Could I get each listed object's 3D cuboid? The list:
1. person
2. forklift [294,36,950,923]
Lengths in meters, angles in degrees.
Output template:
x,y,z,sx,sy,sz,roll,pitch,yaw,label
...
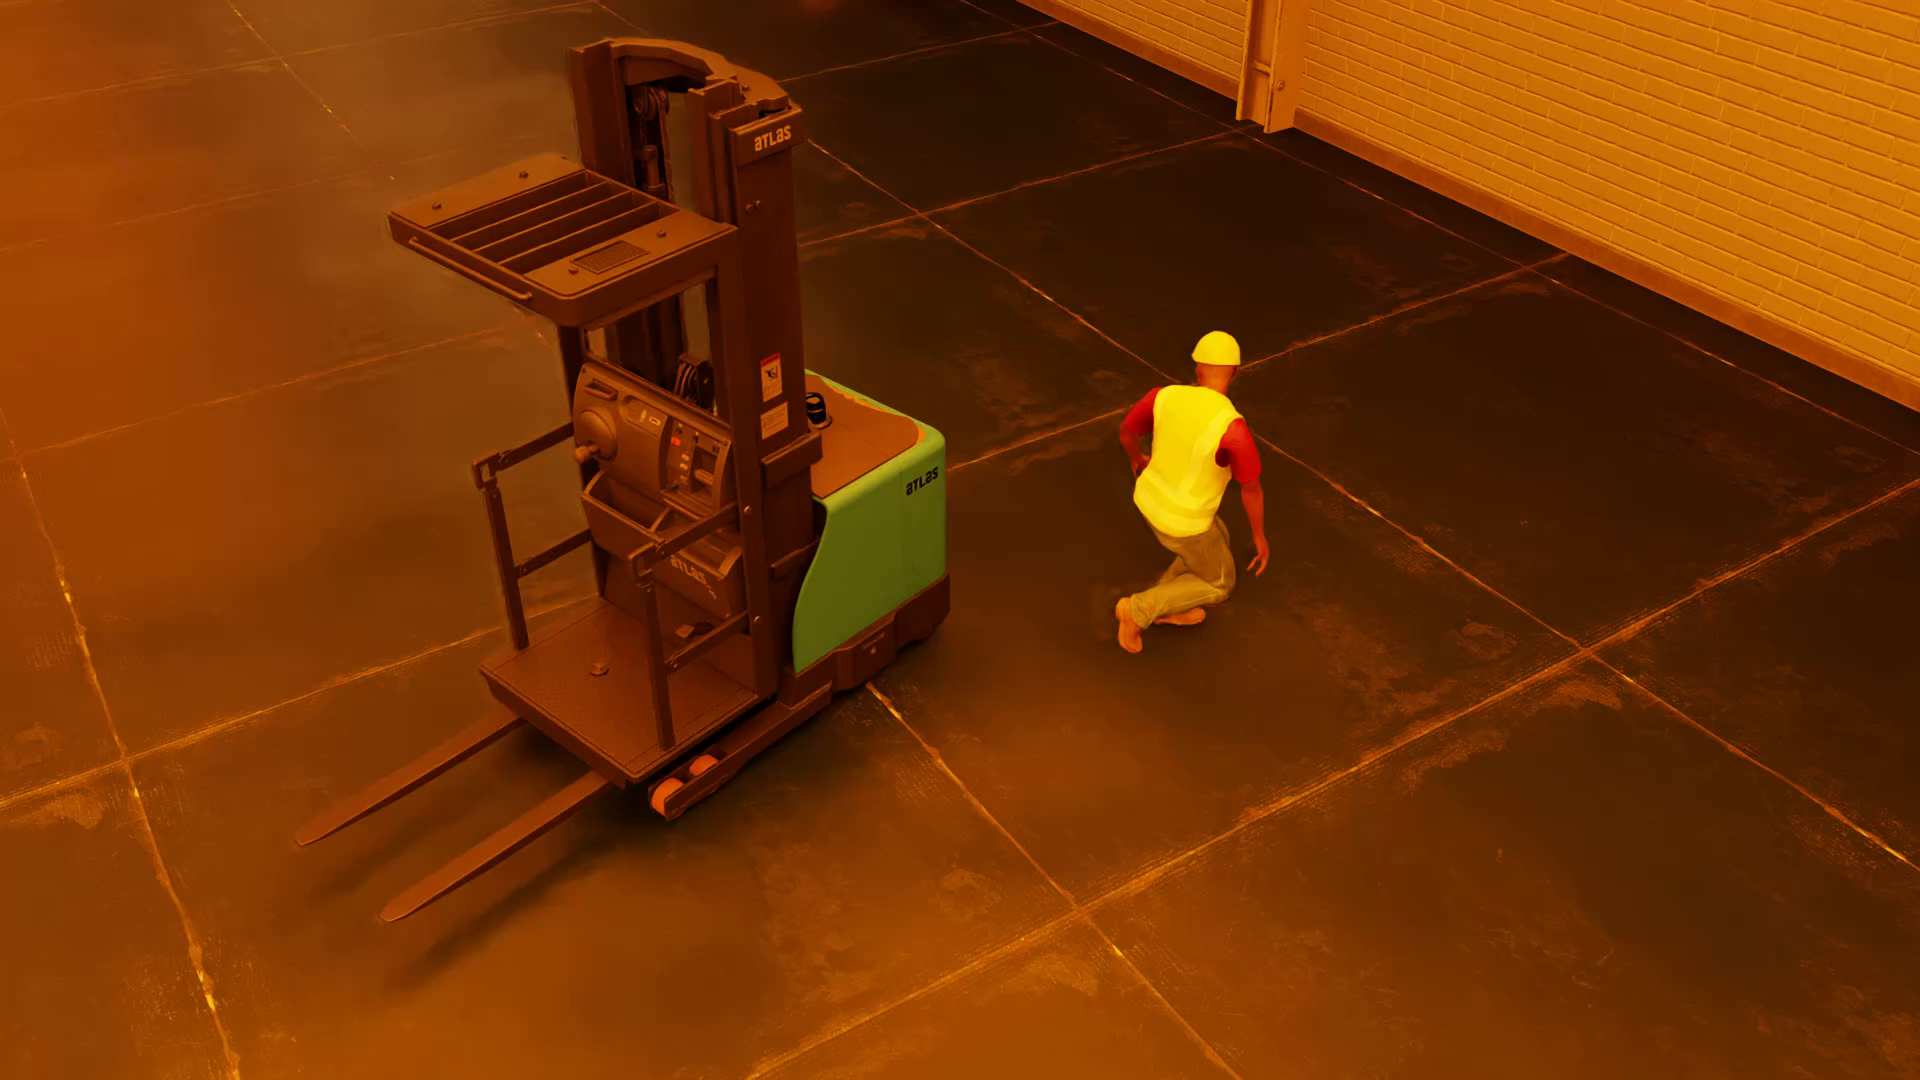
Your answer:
x,y,z,sx,sy,sz,roll,pitch,yaw,label
1.012,-0.185,7.627,0.644,1.555,0.872,-14,37,-19,person
-1.402,-0.355,6.653,1.130,2.935,3.031,27,43,33,forklift
